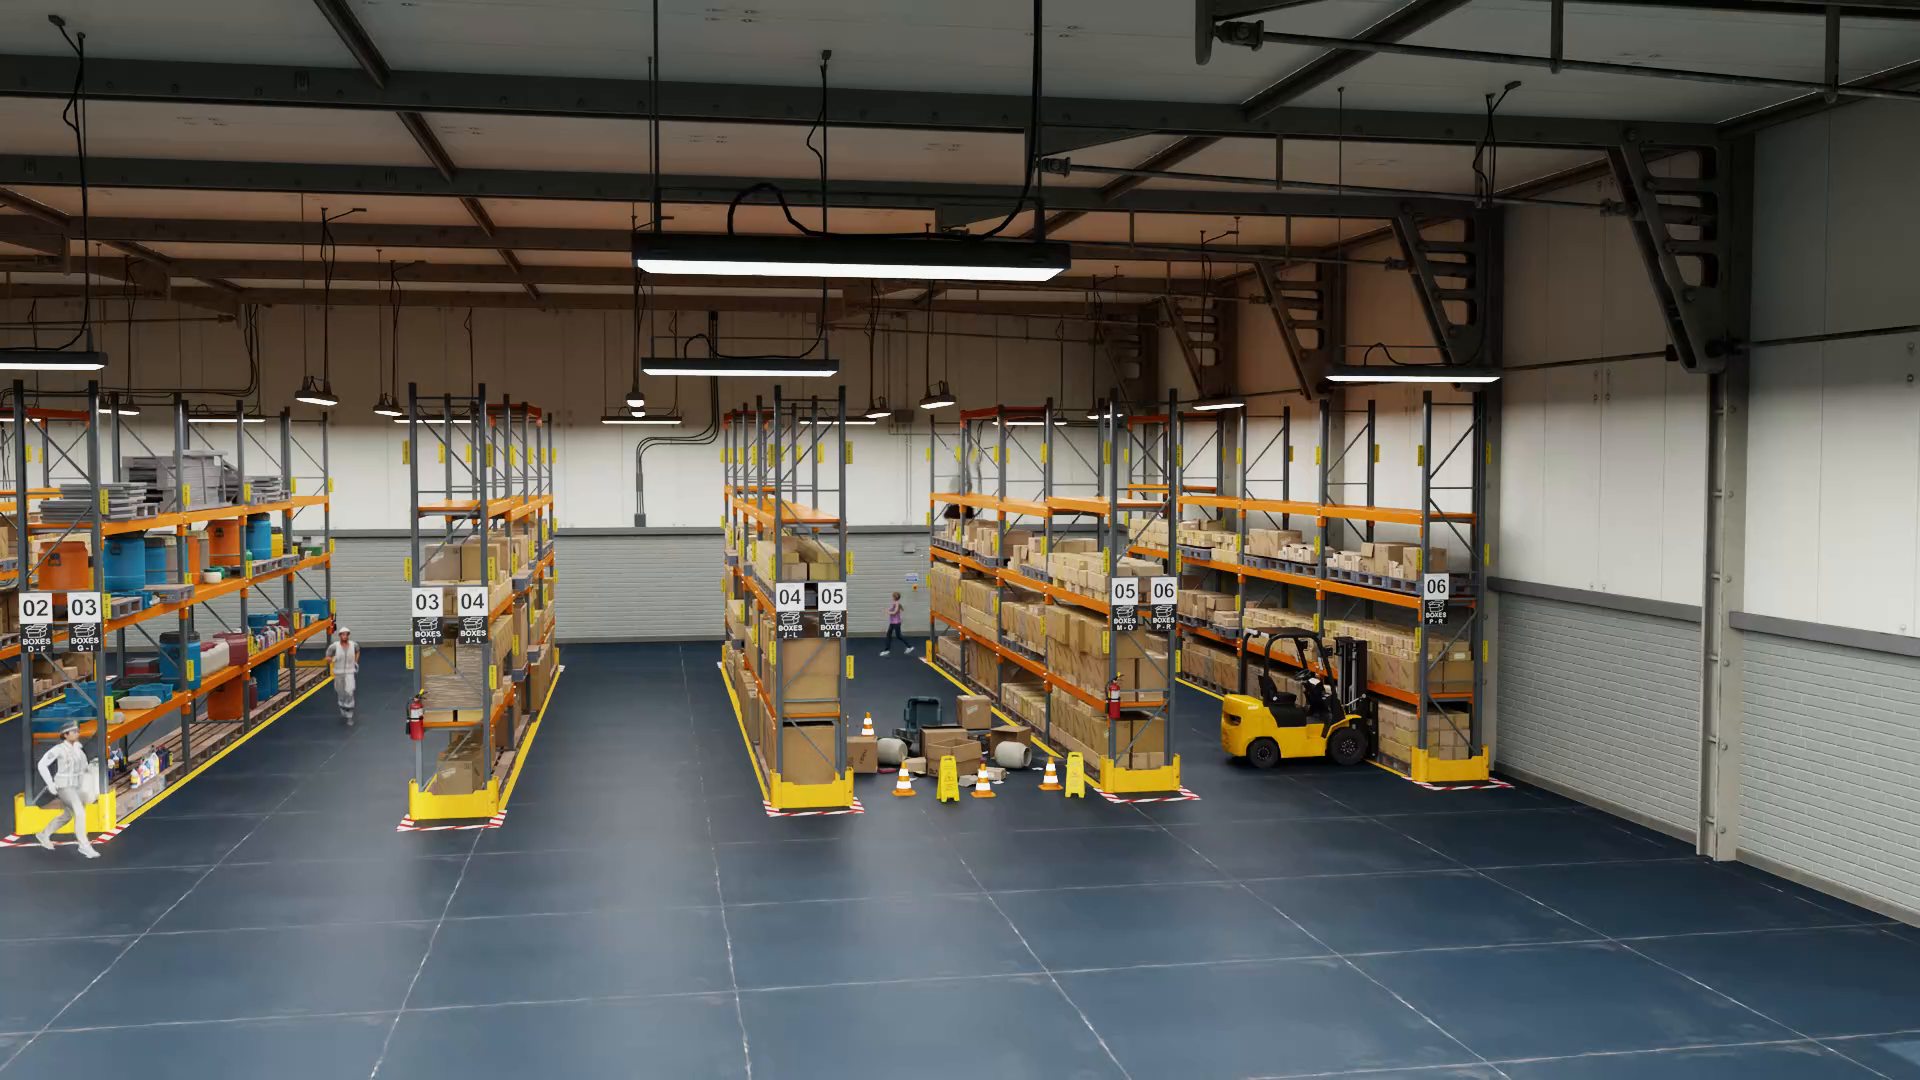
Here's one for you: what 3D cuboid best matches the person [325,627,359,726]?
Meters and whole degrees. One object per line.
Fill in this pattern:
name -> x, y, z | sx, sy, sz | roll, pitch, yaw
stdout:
person -> -11.529, 2.545, 31.062 | 0.616, 1.849, 0.792 | -1, 3, -23

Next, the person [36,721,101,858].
person -> -11.170, 3.113, 20.812 | 0.879, 1.718, 0.643 | 0, 3, 5

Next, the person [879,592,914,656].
person -> -1.595, 2.082, 41.418 | 0.858, 1.599, 0.530 | -1, 3, -11
